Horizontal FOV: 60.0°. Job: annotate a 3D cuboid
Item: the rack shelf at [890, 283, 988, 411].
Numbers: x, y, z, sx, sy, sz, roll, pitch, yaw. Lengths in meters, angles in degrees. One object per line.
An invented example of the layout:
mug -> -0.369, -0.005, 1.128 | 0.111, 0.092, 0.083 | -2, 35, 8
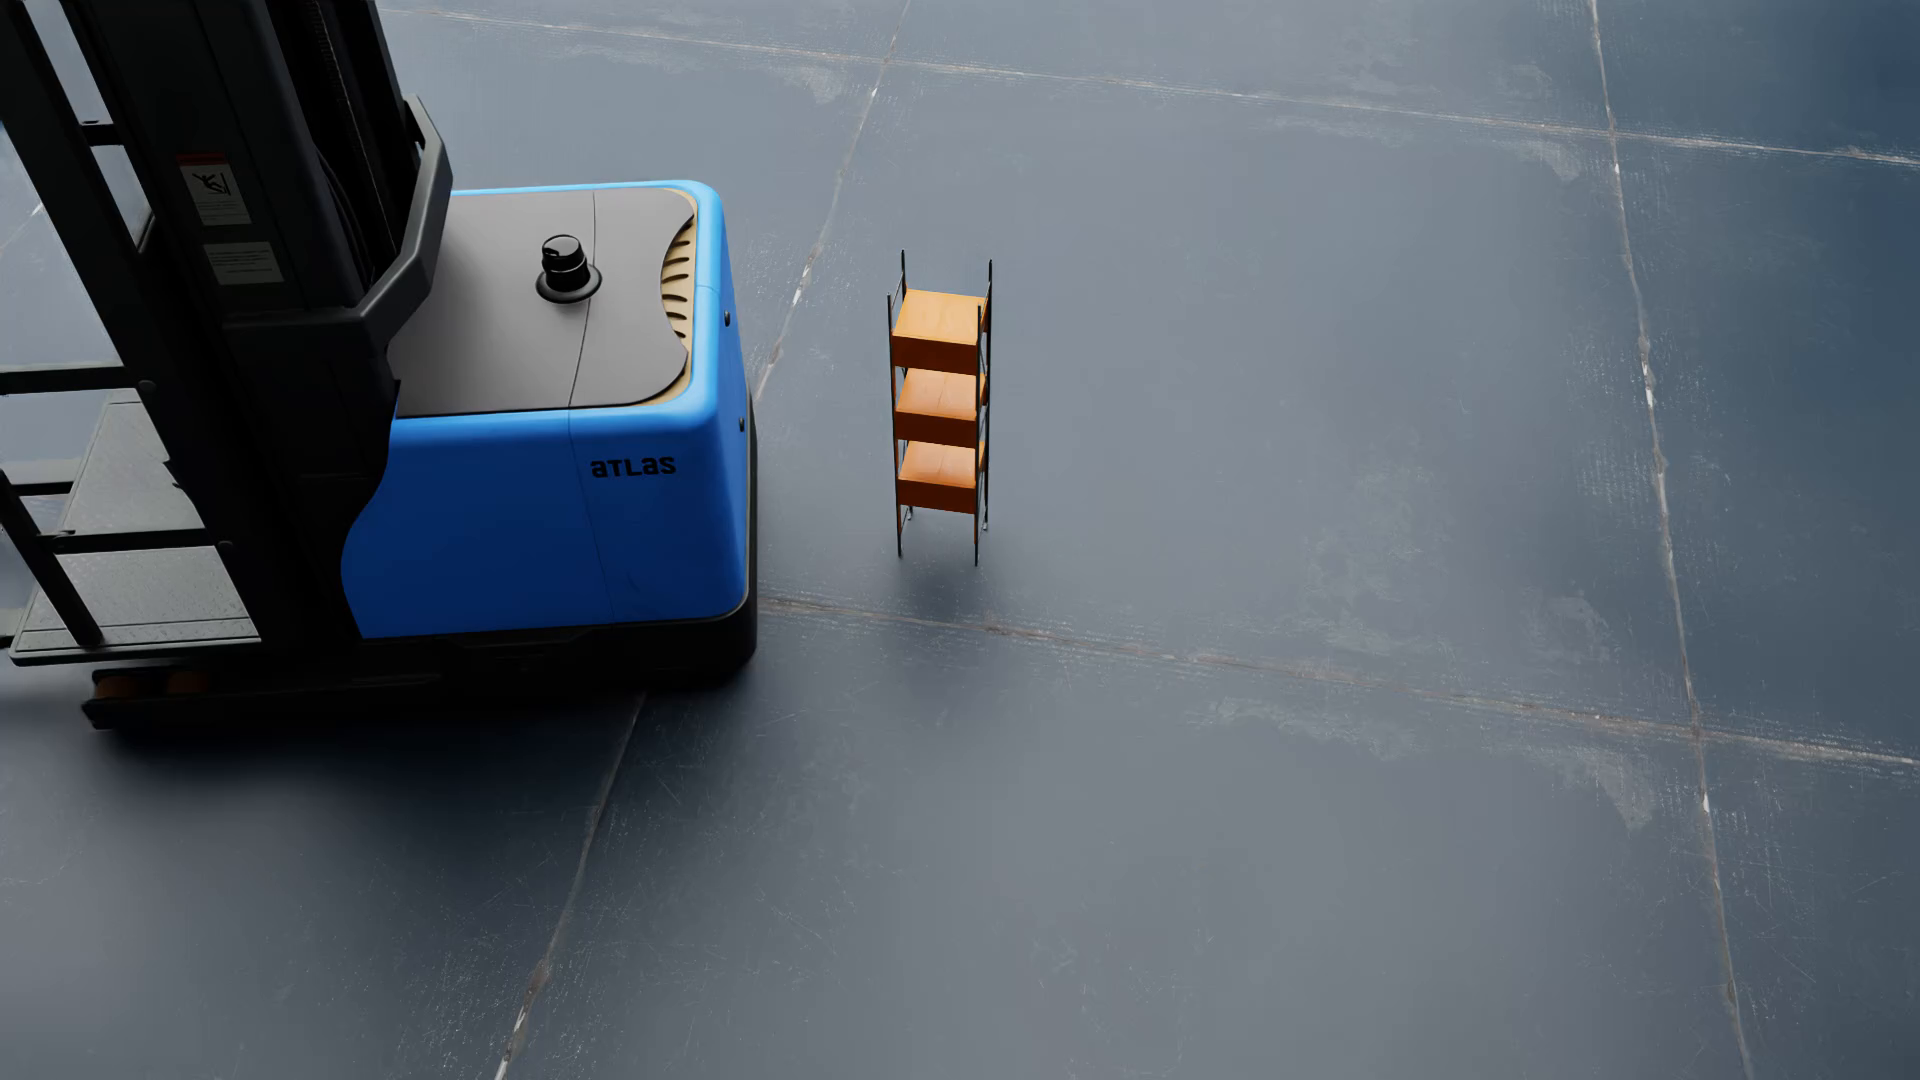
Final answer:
rack shelf -> -0.053, -0.541, 4.663 | 0.240, 0.259, 0.215 | 8, 49, 7

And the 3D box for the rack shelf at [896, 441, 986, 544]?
rack shelf -> -0.053, -0.165, 5.080 | 0.240, 0.259, 0.215 | 8, 49, 7

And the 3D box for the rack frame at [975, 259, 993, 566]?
rack frame -> 0.067, -0.342, 4.851 | 0.008, 1.050, 0.200 | 8, 49, 7

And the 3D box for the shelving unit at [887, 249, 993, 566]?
shelving unit -> -0.053, -0.358, 4.866 | 0.252, 1.050, 0.215 | 8, 49, 7

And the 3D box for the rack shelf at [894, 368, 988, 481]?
rack shelf -> -0.053, -0.351, 4.874 | 0.240, 0.259, 0.215 | 8, 49, 7

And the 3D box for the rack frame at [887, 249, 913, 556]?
rack frame -> -0.173, -0.374, 4.880 | 0.008, 1.050, 0.200 | 8, 49, 7

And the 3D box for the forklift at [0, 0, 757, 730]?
forklift -> -2.140, -0.851, 4.044 | 3.031, 2.935, 1.130 | -3, 48, -3
